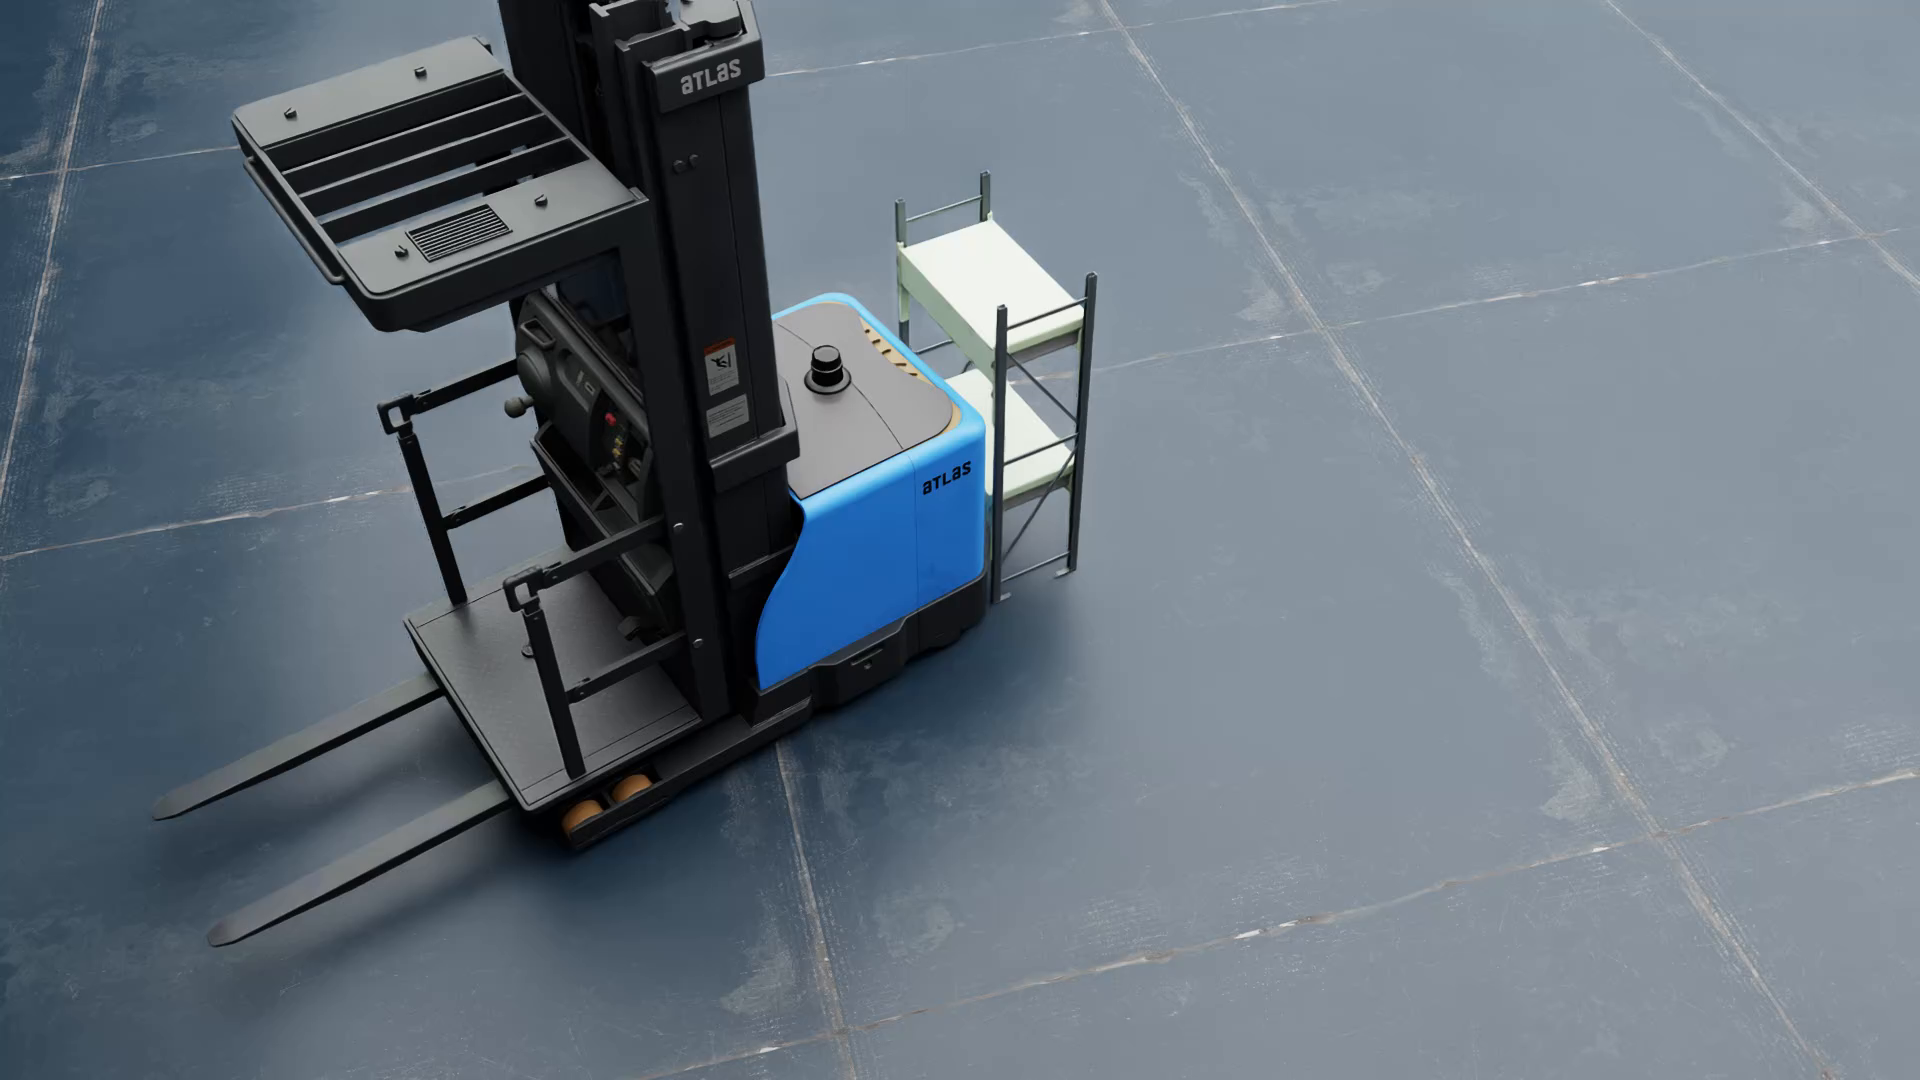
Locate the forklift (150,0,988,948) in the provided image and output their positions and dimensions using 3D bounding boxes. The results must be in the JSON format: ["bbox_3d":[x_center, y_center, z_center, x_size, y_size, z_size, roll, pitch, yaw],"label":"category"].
[{"bbox_3d":[-1.388,-0.370,5.311,3.031,2.935,1.130,-27,51,-24],"label":"forklift"}]

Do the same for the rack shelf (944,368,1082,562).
[{"bbox_3d":[0.120,-0.337,6.737,0.431,0.370,0.720,-22,50,-20],"label":"rack shelf"}]

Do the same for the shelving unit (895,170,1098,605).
[{"bbox_3d":[0.120,-0.565,6.504,0.431,1.500,0.755,-22,50,-20],"label":"shelving unit"}]

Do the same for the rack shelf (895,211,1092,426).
[{"bbox_3d":[0.120,-0.838,6.226,0.431,0.370,0.720,-22,50,-20],"label":"rack shelf"}]

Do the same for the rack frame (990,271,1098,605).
[{"bbox_3d":[0.302,-0.338,6.282,0.400,1.500,0.023,-22,50,-20],"label":"rack frame"}]

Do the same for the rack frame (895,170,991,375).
[{"bbox_3d":[-0.063,-0.791,6.726,0.400,1.500,0.023,-22,50,-20],"label":"rack frame"}]
